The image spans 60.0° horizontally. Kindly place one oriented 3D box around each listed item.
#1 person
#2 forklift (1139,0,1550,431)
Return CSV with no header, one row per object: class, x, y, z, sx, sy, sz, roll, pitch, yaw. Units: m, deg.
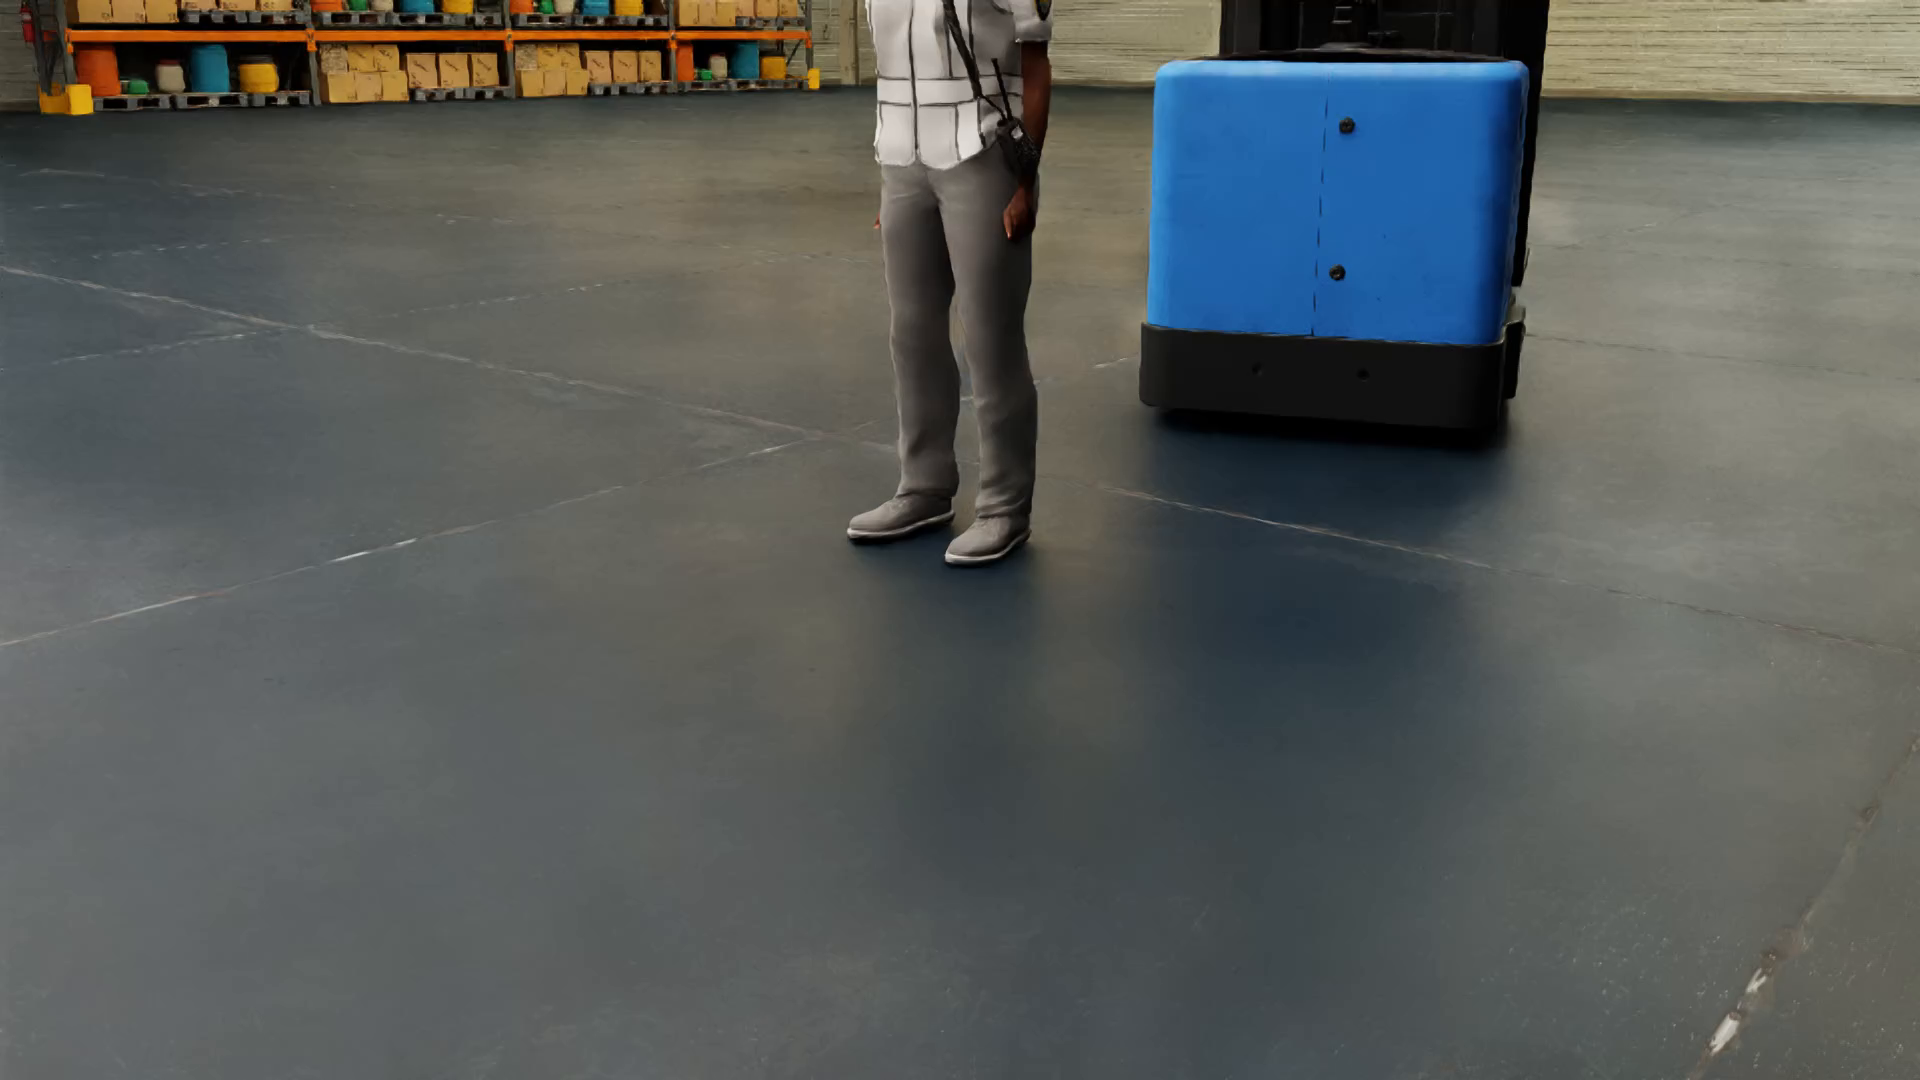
person,-0.018,-0.804,3.686,0.446,1.692,0.338,13,21,37
forklift,1.522,-2.106,5.832,1.130,2.935,3.031,6,18,19
